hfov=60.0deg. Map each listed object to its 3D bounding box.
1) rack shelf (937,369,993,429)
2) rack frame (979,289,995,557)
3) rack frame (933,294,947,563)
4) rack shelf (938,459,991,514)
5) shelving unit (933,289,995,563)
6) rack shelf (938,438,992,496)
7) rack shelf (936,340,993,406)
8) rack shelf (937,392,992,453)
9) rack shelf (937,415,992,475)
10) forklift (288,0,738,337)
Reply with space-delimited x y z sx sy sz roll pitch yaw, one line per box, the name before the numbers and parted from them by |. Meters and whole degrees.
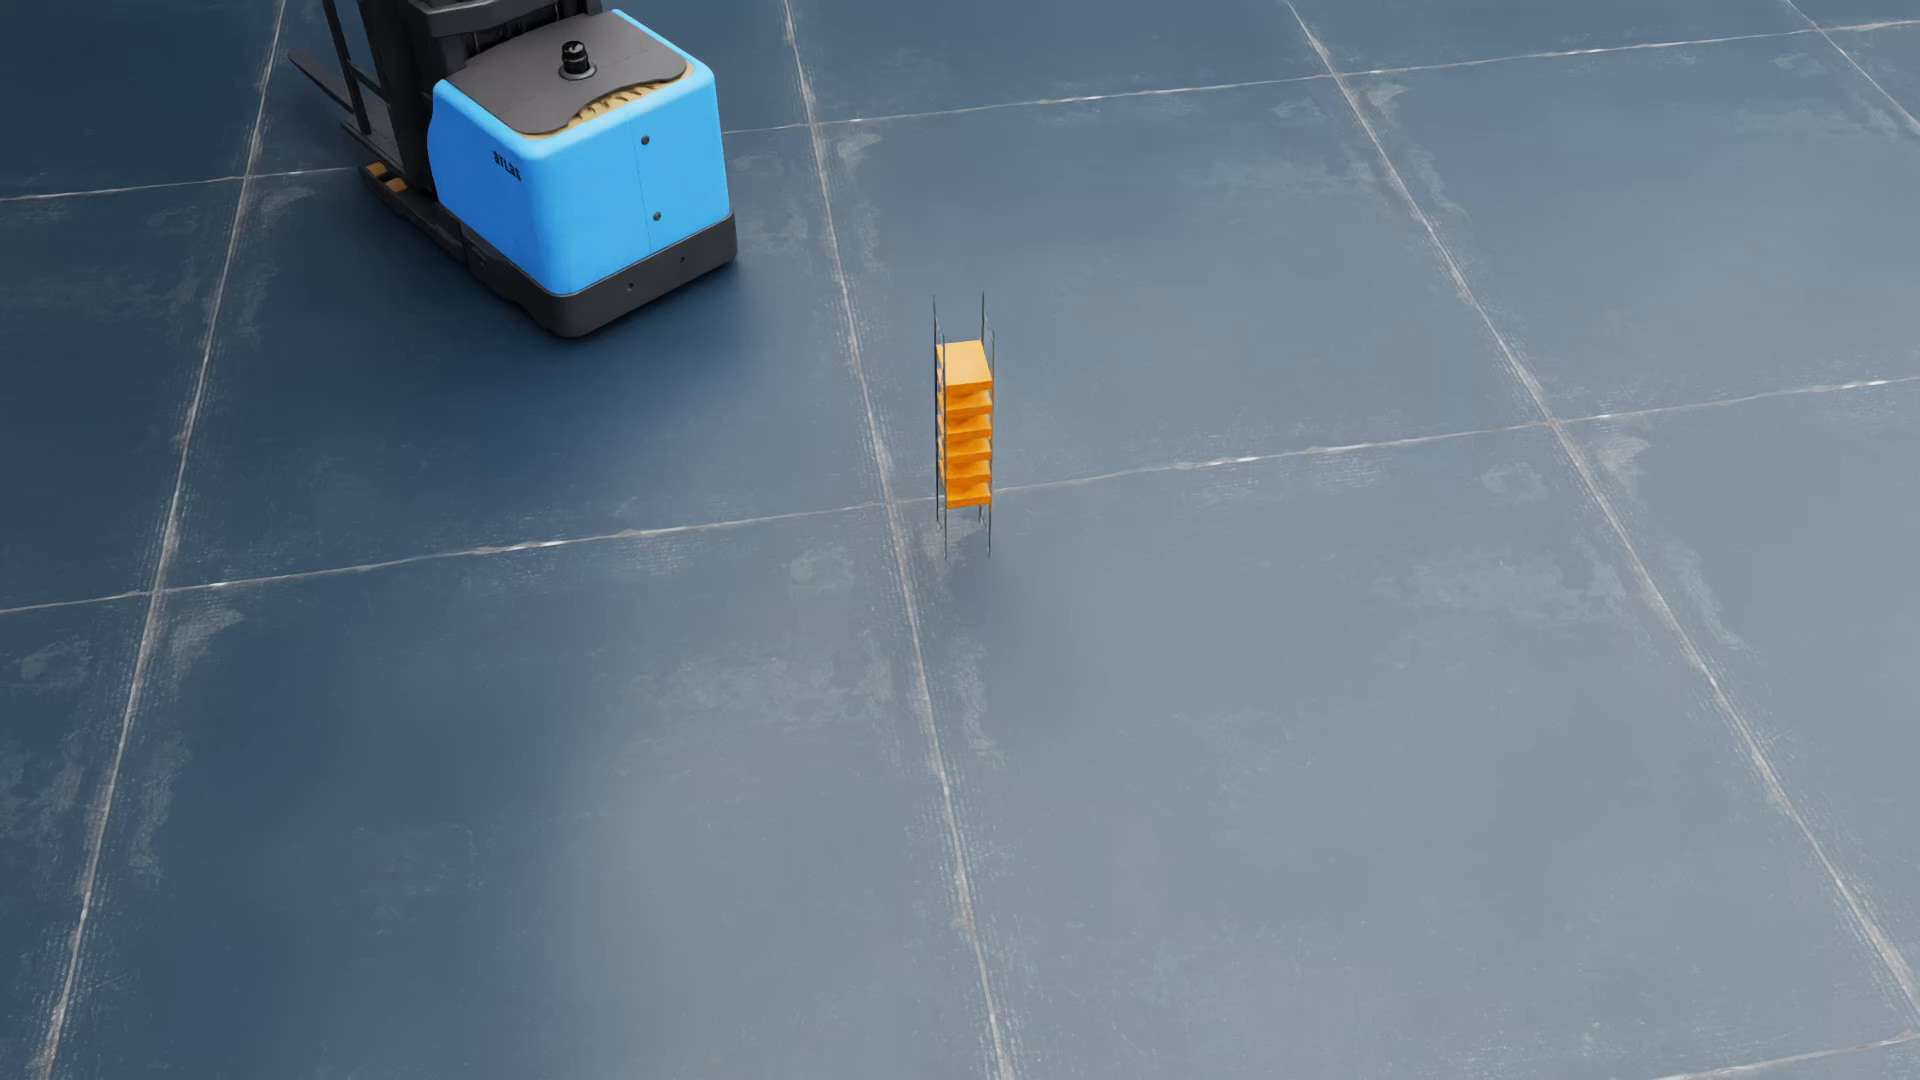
rack shelf | 0.014 -0.554 6.372 0.180 0.103 0.258 -7 46 -7
rack frame | 0.104 -0.429 6.524 0.006 1.200 0.240 -7 46 -7
rack frame | -0.076 -0.407 6.502 0.006 1.200 0.240 -7 46 -7
rack shelf | 0.014 -0.221 6.718 0.180 0.103 0.258 -7 46 -7
shelving unit | 0.014 -0.418 6.513 0.189 1.200 0.258 -7 46 -7
rack shelf | 0.014 -0.304 6.631 0.180 0.103 0.258 -7 46 -7
rack shelf | 0.014 -0.637 6.286 0.180 0.103 0.258 -7 46 -7
rack shelf | 0.014 -0.471 6.458 0.180 0.103 0.258 -7 46 -7
rack shelf | 0.014 -0.387 6.545 0.180 0.103 0.258 -7 46 -7
forklift | -2.467 -2.935 7.736 1.130 2.935 3.031 -34 55 -28
